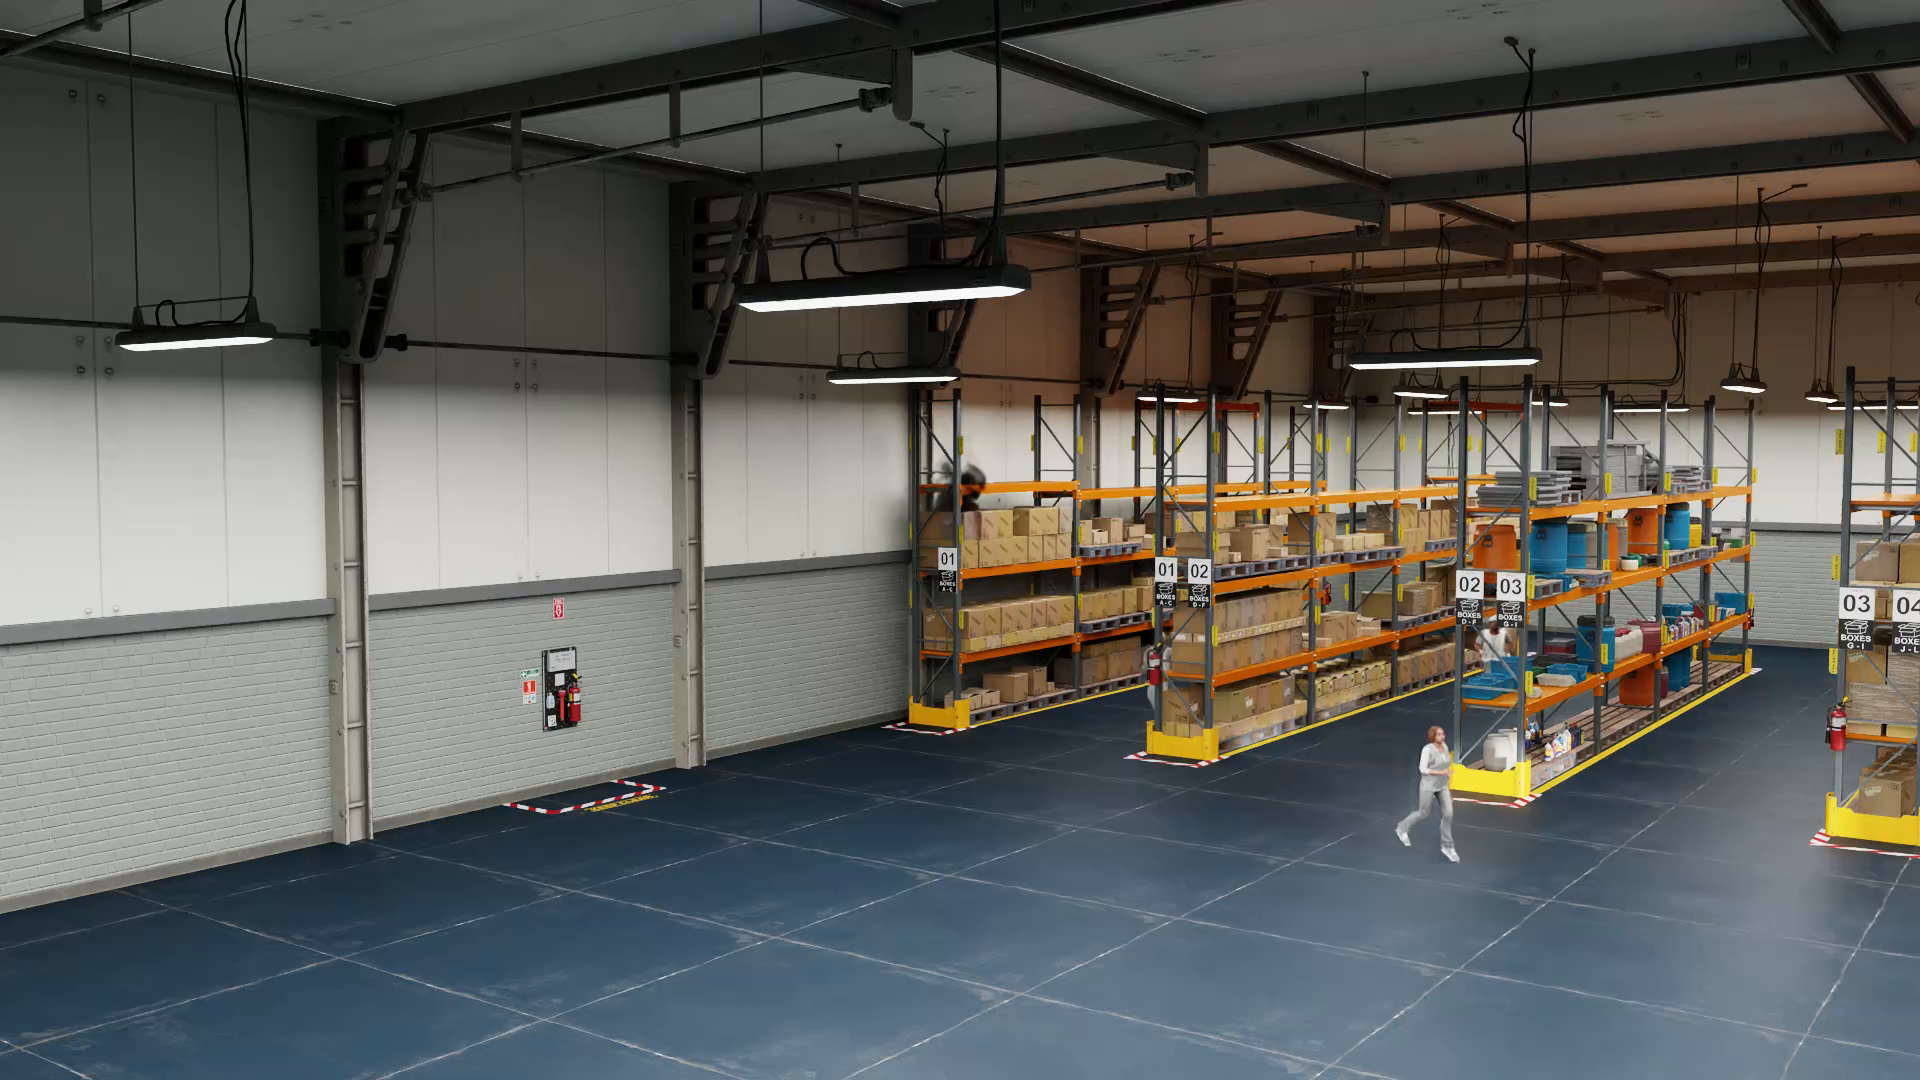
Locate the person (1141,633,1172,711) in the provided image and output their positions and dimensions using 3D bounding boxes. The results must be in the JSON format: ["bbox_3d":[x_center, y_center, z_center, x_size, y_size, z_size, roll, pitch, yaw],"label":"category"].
[{"bbox_3d":[3.429,2.469,28.866,0.634,1.786,0.645,2,4,31],"label":"person"}]

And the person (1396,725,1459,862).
[{"bbox_3d":[5.743,3.045,20.281,0.549,1.619,0.874,-2,4,-28],"label":"person"}]

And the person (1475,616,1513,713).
[{"bbox_3d":[10.074,2.320,31.443,0.679,1.789,0.870,1,4,25],"label":"person"}]
